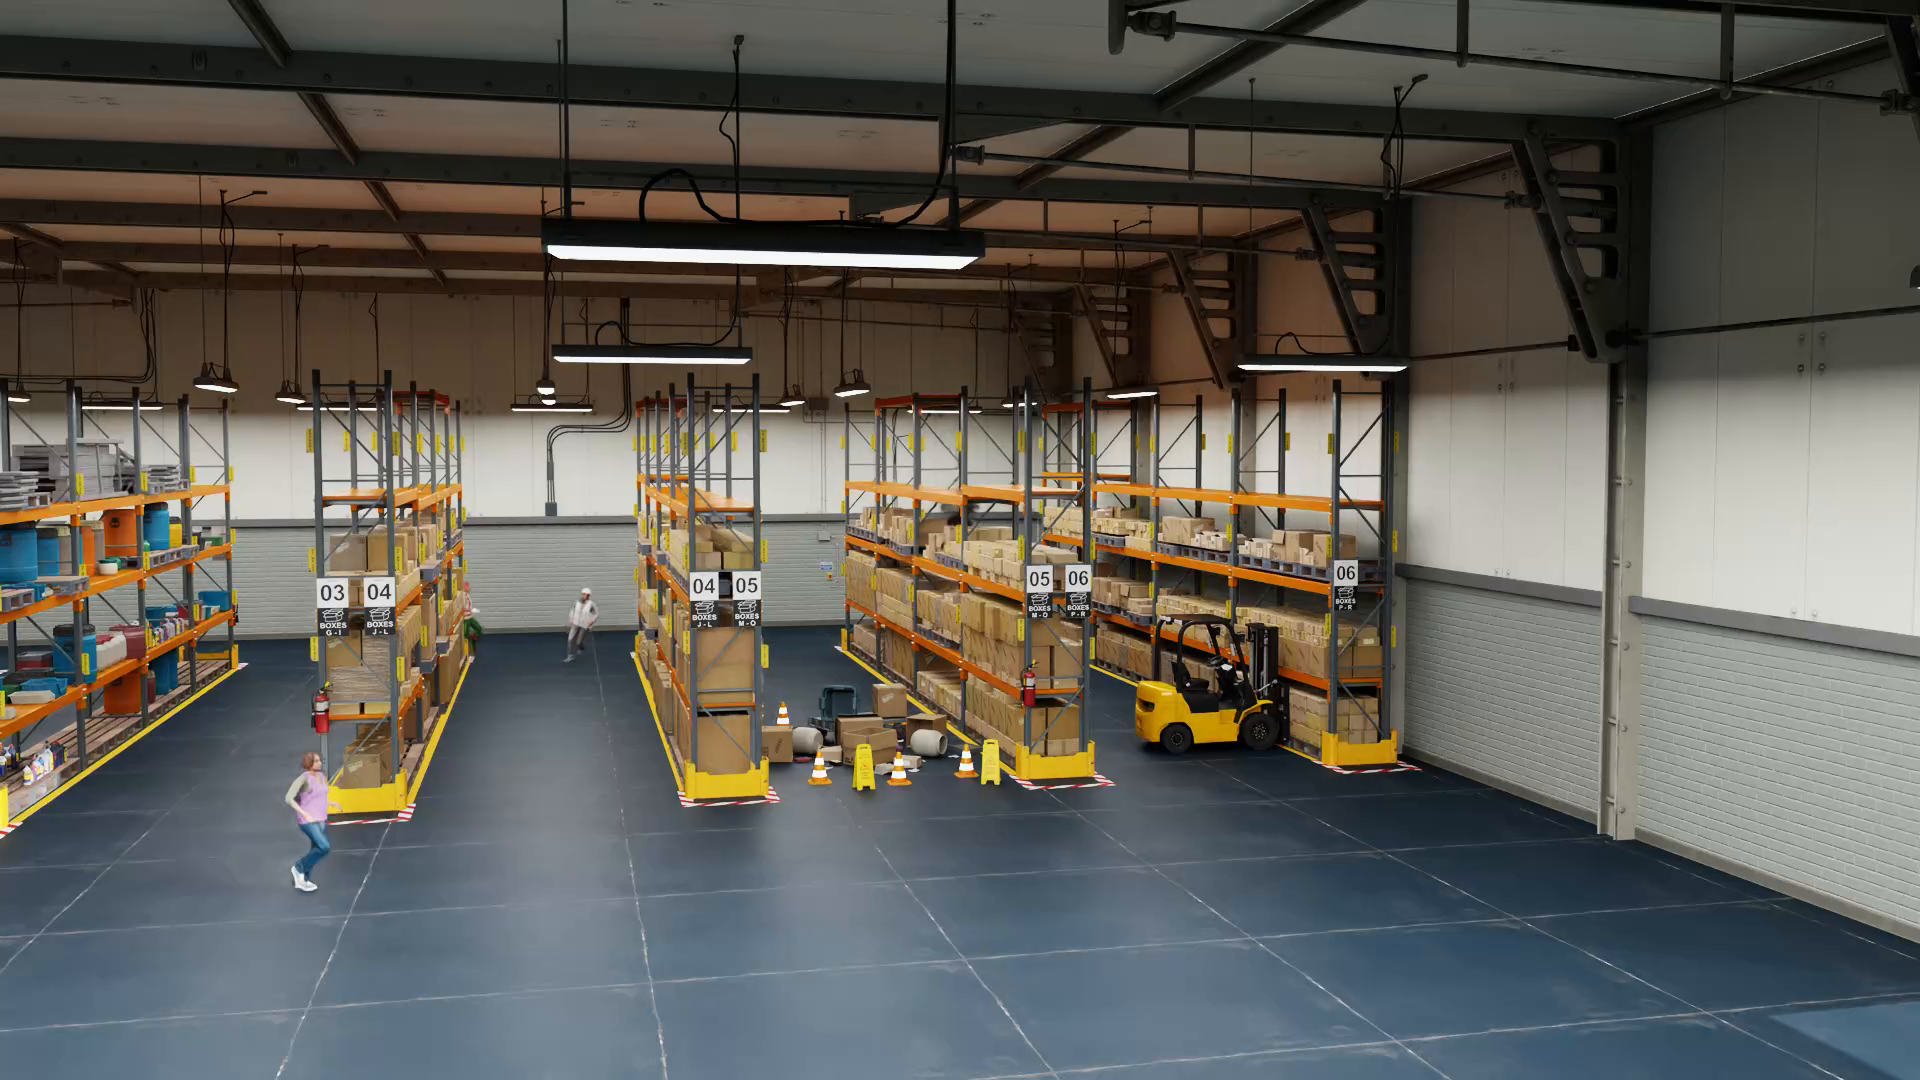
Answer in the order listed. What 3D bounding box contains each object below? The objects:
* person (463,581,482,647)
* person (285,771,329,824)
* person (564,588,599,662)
[{"bbox_3d":[-11.639,1.796,39.224,0.682,1.666,0.519,0,3,-8],"label":"person"},{"bbox_3d":[-7.252,2.872,18.561,0.340,0.580,0.514,1,3,11],"label":"person"},{"bbox_3d":[-8.704,1.951,38.459,0.750,1.700,0.688,1,3,9],"label":"person"}]
